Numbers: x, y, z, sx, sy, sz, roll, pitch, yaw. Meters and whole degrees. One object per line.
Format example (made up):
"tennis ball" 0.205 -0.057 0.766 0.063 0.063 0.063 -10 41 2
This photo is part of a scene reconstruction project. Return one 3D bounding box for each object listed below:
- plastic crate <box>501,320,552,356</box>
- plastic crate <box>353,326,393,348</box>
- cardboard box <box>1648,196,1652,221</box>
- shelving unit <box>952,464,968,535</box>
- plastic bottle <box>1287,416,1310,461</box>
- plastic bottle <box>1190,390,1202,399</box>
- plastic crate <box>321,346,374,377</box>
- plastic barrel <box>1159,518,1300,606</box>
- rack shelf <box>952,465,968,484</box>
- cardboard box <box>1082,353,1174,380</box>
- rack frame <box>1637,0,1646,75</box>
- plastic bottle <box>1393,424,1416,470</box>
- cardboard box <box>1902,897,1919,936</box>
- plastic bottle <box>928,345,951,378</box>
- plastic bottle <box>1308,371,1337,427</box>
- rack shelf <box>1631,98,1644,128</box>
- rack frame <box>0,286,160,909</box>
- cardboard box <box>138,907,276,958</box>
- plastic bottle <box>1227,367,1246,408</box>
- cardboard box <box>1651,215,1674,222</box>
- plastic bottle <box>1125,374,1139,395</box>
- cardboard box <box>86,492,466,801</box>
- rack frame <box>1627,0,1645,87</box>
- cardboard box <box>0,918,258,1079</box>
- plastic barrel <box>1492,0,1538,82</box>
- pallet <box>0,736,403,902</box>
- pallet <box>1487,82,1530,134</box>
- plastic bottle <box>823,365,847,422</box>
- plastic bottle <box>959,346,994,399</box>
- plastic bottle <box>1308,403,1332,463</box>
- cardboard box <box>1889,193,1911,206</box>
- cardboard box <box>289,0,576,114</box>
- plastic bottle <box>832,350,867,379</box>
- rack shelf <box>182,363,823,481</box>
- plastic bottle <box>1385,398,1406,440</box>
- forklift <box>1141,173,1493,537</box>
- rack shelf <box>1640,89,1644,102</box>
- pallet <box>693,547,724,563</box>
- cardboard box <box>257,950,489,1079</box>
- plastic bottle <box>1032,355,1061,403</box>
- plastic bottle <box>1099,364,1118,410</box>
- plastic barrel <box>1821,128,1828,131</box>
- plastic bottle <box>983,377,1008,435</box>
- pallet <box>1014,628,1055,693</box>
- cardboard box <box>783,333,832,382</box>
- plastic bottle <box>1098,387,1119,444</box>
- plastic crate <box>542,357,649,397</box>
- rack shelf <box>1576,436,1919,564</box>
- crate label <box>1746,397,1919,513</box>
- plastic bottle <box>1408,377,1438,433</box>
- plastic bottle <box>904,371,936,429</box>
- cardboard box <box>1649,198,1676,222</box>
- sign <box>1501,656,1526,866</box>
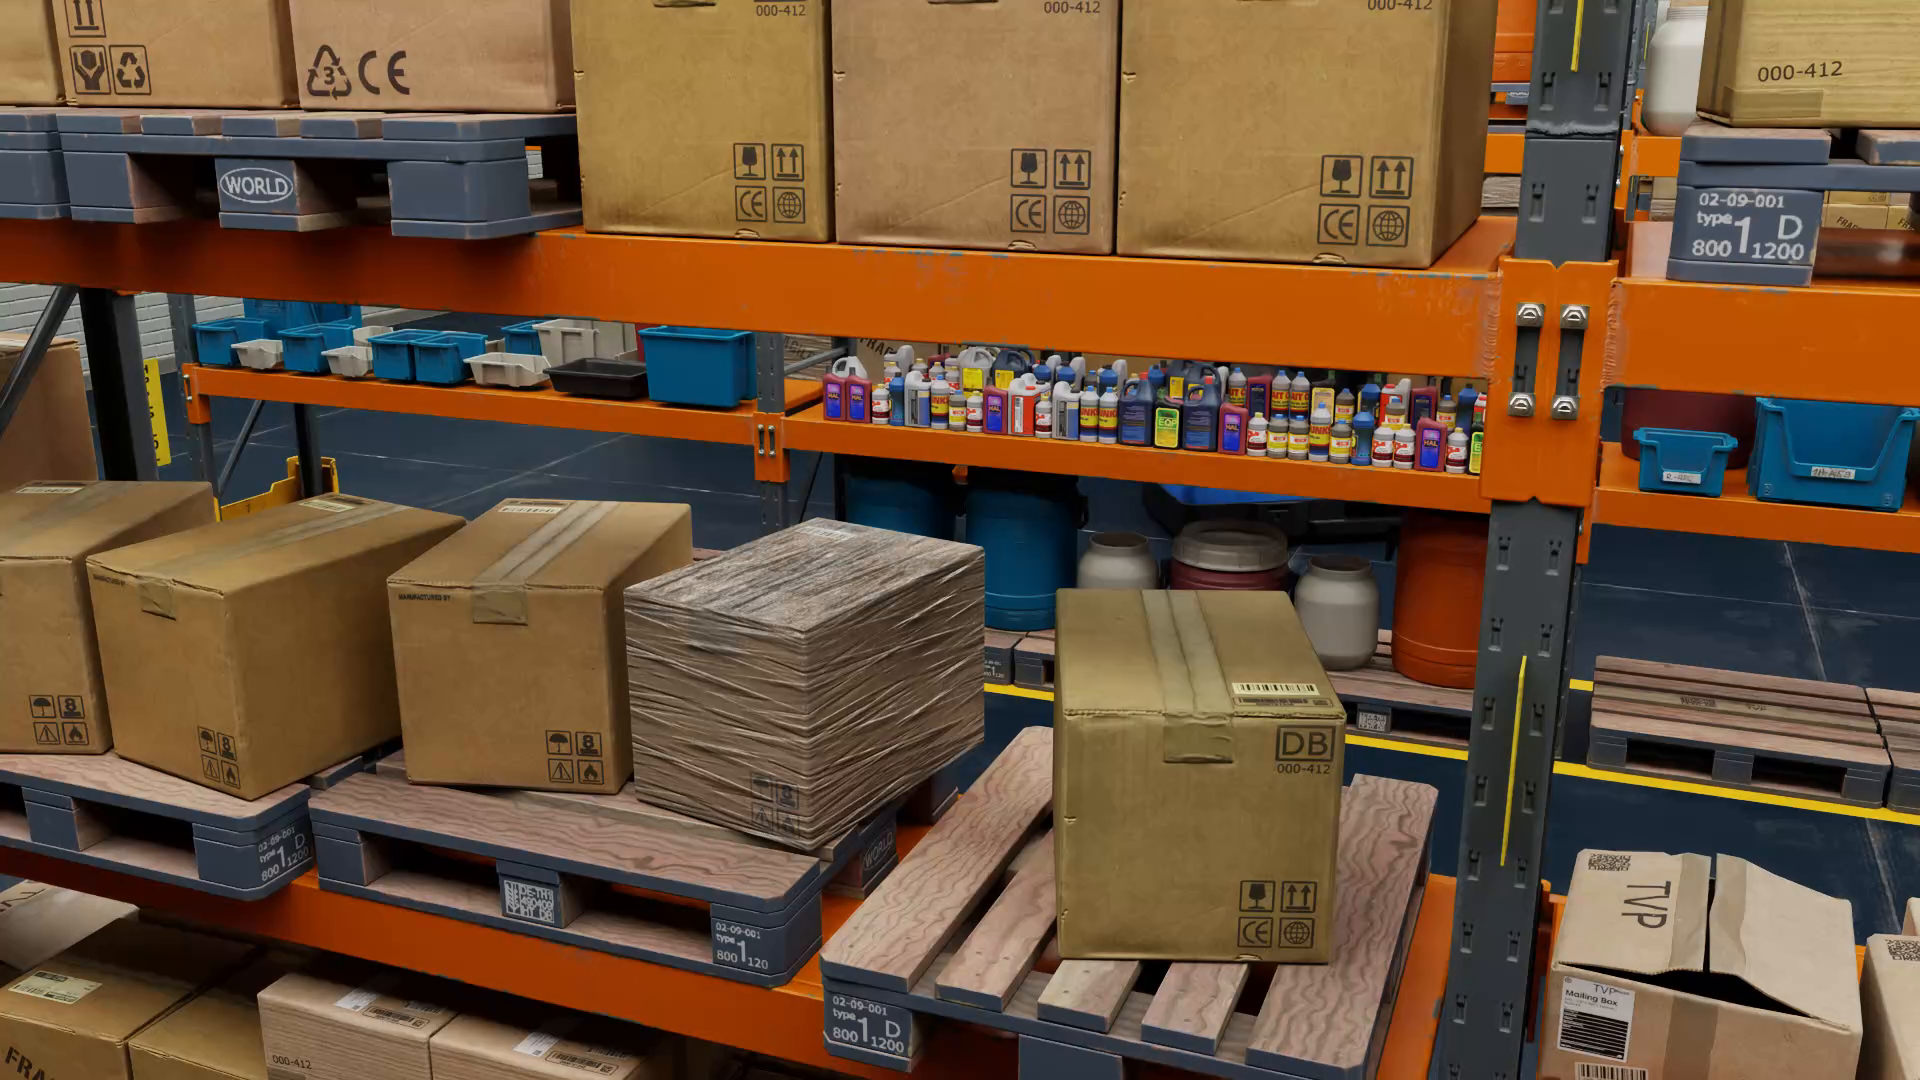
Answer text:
"plastic crate" -2.545 -1.179 10.049 0.300 0.233 0.416 6 17 21
"plastic crate" -3.724 -1.240 10.431 0.243 0.136 0.396 6 17 21
"cardboard box" 7.141 -3.188 16.597 0.500 0.500 0.500 6 17 21
"shelving unit" 0.013 -0.575 11.001 0.189 1.200 0.258 6 17 21
"plastic bottle" 1.592 -0.482 7.808 0.097 0.201 0.097 0 16 0
"plastic bottle" 1.177 -0.604 8.084 0.133 0.283 0.061 6 17 21
"plastic crate" -3.542 -1.042 9.750 0.298 0.136 0.250 6 17 21
"plastic barrel" 1.381 0.239 8.542 0.708 0.588 0.600 6 17 21
"rack shelf" 0.013 -0.417 11.047 0.180 0.103 0.258 6 17 21
"cardboard box" 1.592 -1.371 13.574 0.875 0.875 1.225 6 17 21
"rack frame" 4.710 -4.722 11.298 0.127 3.000 1.000 6 17 21
"plastic bottle" 2.044 -0.432 7.637 0.097 0.201 0.097 0 16 0
"cardboard box" 2.010 0.869 3.251 0.250 0.149 0.380 6 17 21
"plastic bottle" -0.111 -0.941 9.244 0.133 0.283 0.061 6 17 21
"plastic bottle" 1.856 -0.725 8.499 0.133 0.283 0.061 6 17 21
"rack shelf" 6.570 -2.731 11.112 4.000 0.370 1.077 6 17 21
"rack frame" -2.649 0.319 4.695 0.127 3.000 1.000 6 17 21
"cardboard box" -2.085 1.284 5.064 0.500 0.500 0.500 6 17 20
"plastic bottle" 1.436 -0.760 8.641 0.097 0.271 0.097 0 16 0
"cardboard box" 5.227 -2.046 11.907 0.500 0.500 0.500 4 17 14
"plastic bottle" 0.925 -0.782 8.845 0.097 0.201 0.097 0 16 0
"cardboard box" -1.628 0.230 4.070 0.500 0.500 0.700 9 19 29
"rack frame" 2.893 -3.437 6.873 0.127 3.000 1.000 6 17 21
"cardboard box" -2.289 1.421 4.594 0.500 0.500 0.500 5 17 18
"plastic barrel" 2.366 -2.464 7.376 0.708 0.830 0.600 6 17 21
"pallet" -1.946 0.521 4.343 1.213 0.211 1.003 6 17 21
"pallet" 2.217 -2.010 7.675 1.213 0.211 1.003 6 17 21
"plastic bottle" -0.644 -0.761 8.625 0.133 0.283 0.061 6 17 21
"plastic bottle" 0.094 -0.895 8.966 0.185 0.351 0.144 6 17 21
"plastic bottle" 1.682 -0.505 7.764 0.097 0.271 0.097 0 16 0
"cardboard box" 8.932 -3.389 15.495 0.500 0.500 0.700 6 17 21
"cardboard box" -0.966 -1.213 3.480 0.600 0.600 0.600 6 17 18
"plastic bottle" -0.582 -0.818 8.698 0.185 0.351 0.144 6 17 21
"rack shelf" -2.689 -0.825 9.924 4.000 0.370 1.077 6 17 21
"plastic bottle" 2.150 -0.602 8.223 0.097 0.201 0.097 0 16 0
"forklift" 2.853 -1.548 11.249 3.031 2.935 1.130 -3 16 -10
"rack shelf" 8.484 -4.007 15.507 4.000 0.370 1.077 6 17 21
"pallet" -1.527 0.309 9.732 1.213 0.211 1.003 6 17 21
"cardboard box" -1.359 1.163 4.137 0.500 0.250 0.500 6 17 21
"plastic bottle" 0.466 -0.860 8.980 0.135 0.276 0.152 6 17 21
"plastic bottle" 0.778 -0.786 8.733 0.097 0.271 0.097 0 16 0
"plastic barrel" 3.577 -2.097 6.738 0.600 0.901 0.600 0 16 0
"plastic bottle" 0.182 -0.670 8.312 0.133 0.283 0.061 6 17 21
"pallet" 1.013 0.588 8.770 1.213 0.211 1.003 6 17 21
"cardboard box" -1.261 -1.703 14.716 0.875 0.875 0.875 6 17 21
"plastic bottle" 0.728 -0.610 8.126 0.097 0.271 0.097 0 16 0
"plastic crate" -1.968 -0.907 9.303 0.590 0.125 0.437 6 17 21
"rack shelf" 4.753 -0.006 7.105 4.000 0.370 1.077 6 17 21
"crate label" 3.718 -0.401 7.113 0.616 0.435 0.502 6 17 21
"plastic bottle" 2.320 -0.674 8.324 0.133 0.283 0.061 6 17 21
"plastic bottle" -0.197 -0.722 8.504 0.135 0.276 0.152 6 17 21
"cardboard box" 6.942 -3.049 16.116 0.500 0.500 0.500 6 17 21
"sign" 0.881 0.352 2.647 0.005 0.325 0.100 6 17 21
